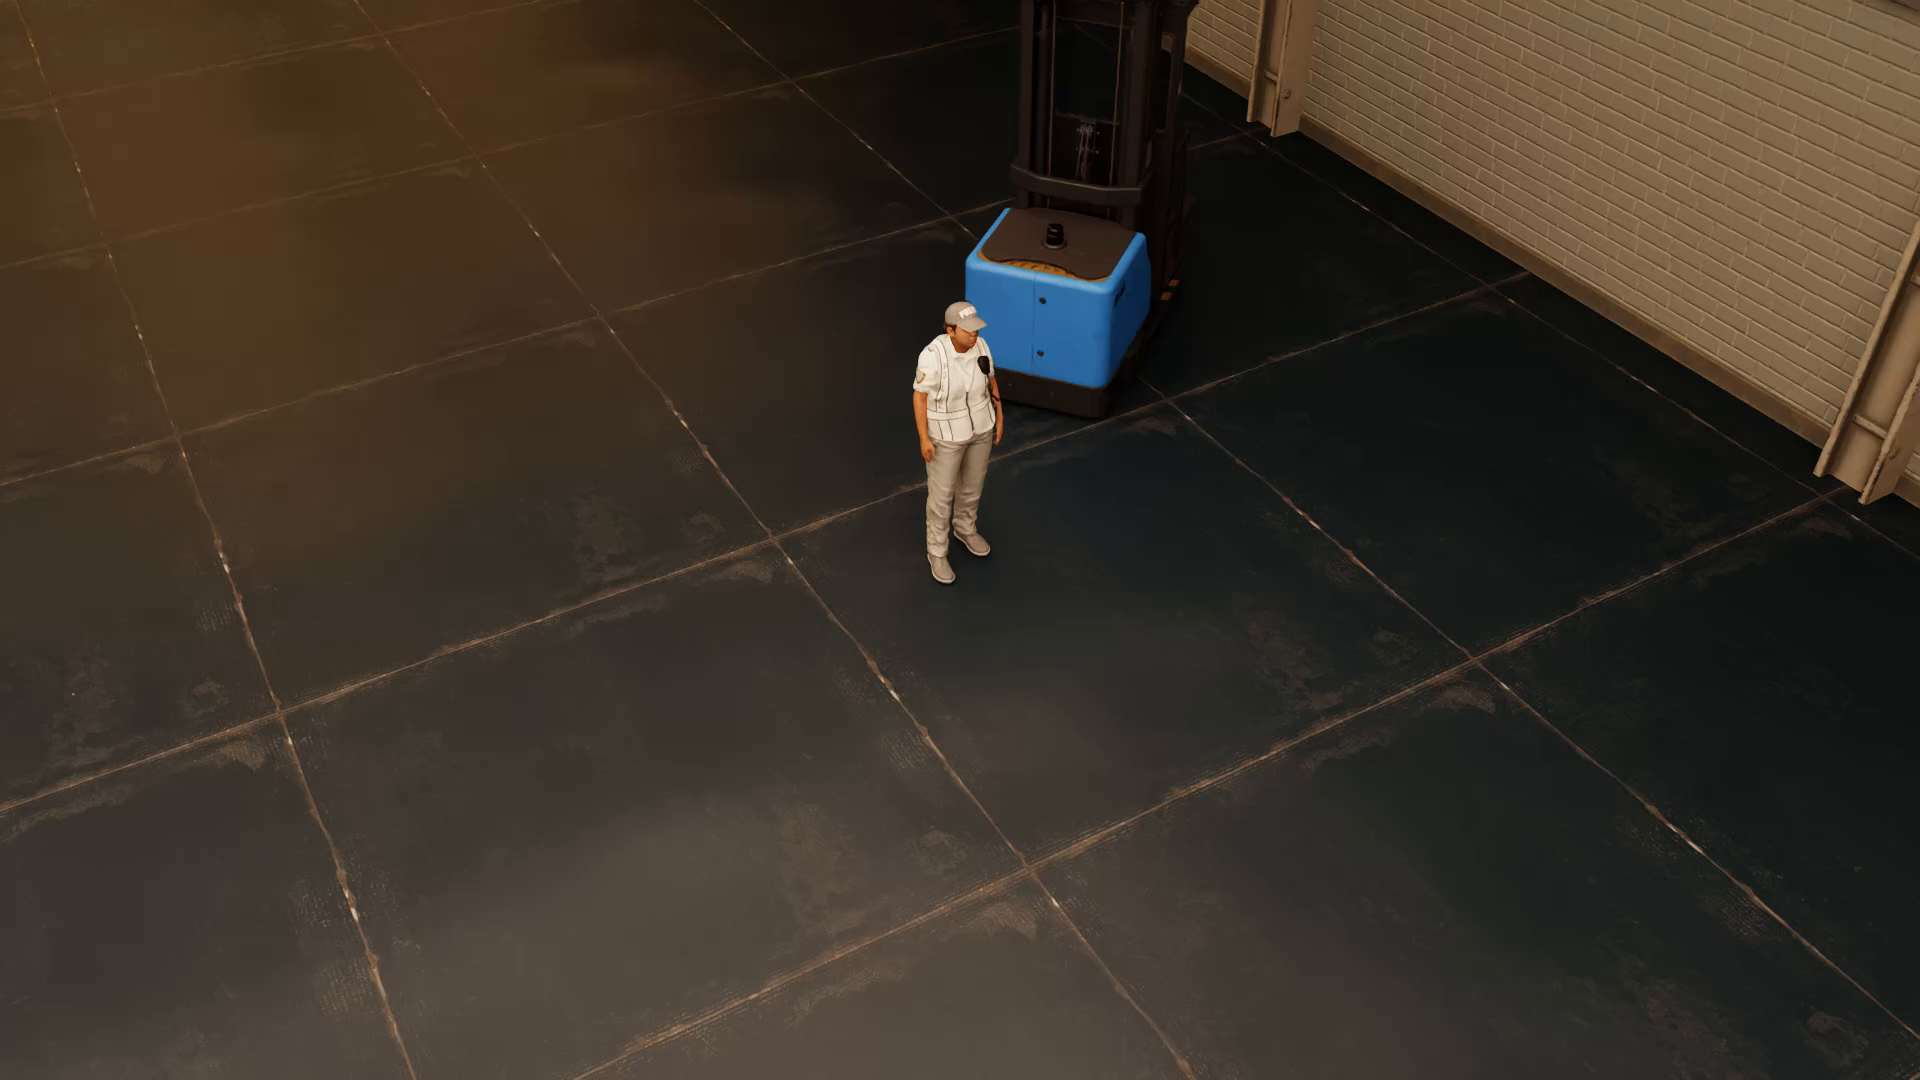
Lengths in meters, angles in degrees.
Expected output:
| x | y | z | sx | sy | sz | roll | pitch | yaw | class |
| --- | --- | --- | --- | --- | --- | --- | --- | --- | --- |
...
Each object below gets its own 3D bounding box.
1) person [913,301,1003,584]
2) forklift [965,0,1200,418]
| x | y | z | sx | sy | sz | roll | pitch | yaw | class |
| --- | --- | --- | --- | --- | --- | --- | --- | --- | --- |
| 0.018 | -0.597 | 9.736 | 0.598 | 1.670 | 0.529 | -20 | 44 | -23 | person |
| 1.031 | -2.896 | 11.527 | 1.130 | 2.935 | 3.031 | 14 | 42 | 16 | forklift |
